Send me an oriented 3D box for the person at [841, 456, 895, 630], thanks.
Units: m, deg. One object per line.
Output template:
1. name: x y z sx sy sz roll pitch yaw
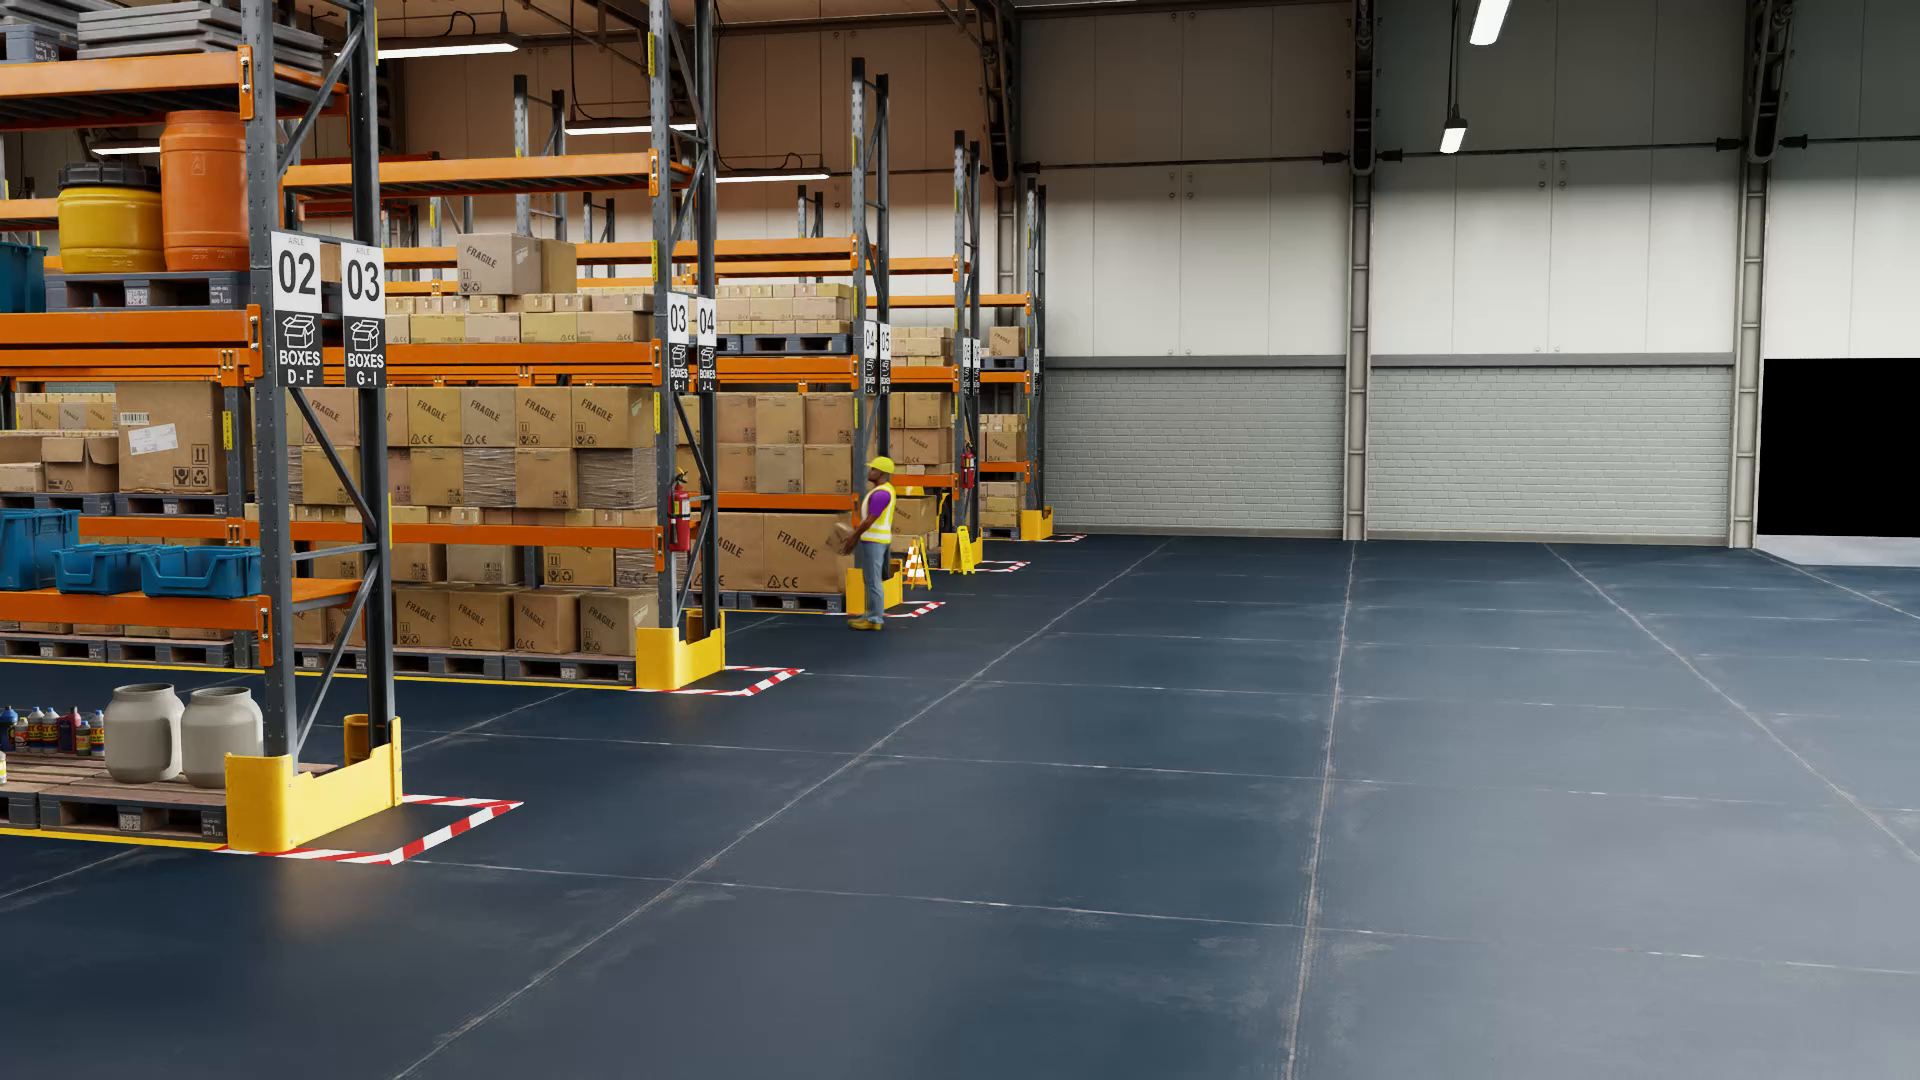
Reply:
1. person: -0.936 0.032 16.996 0.539 1.767 0.576 0 5 -2
